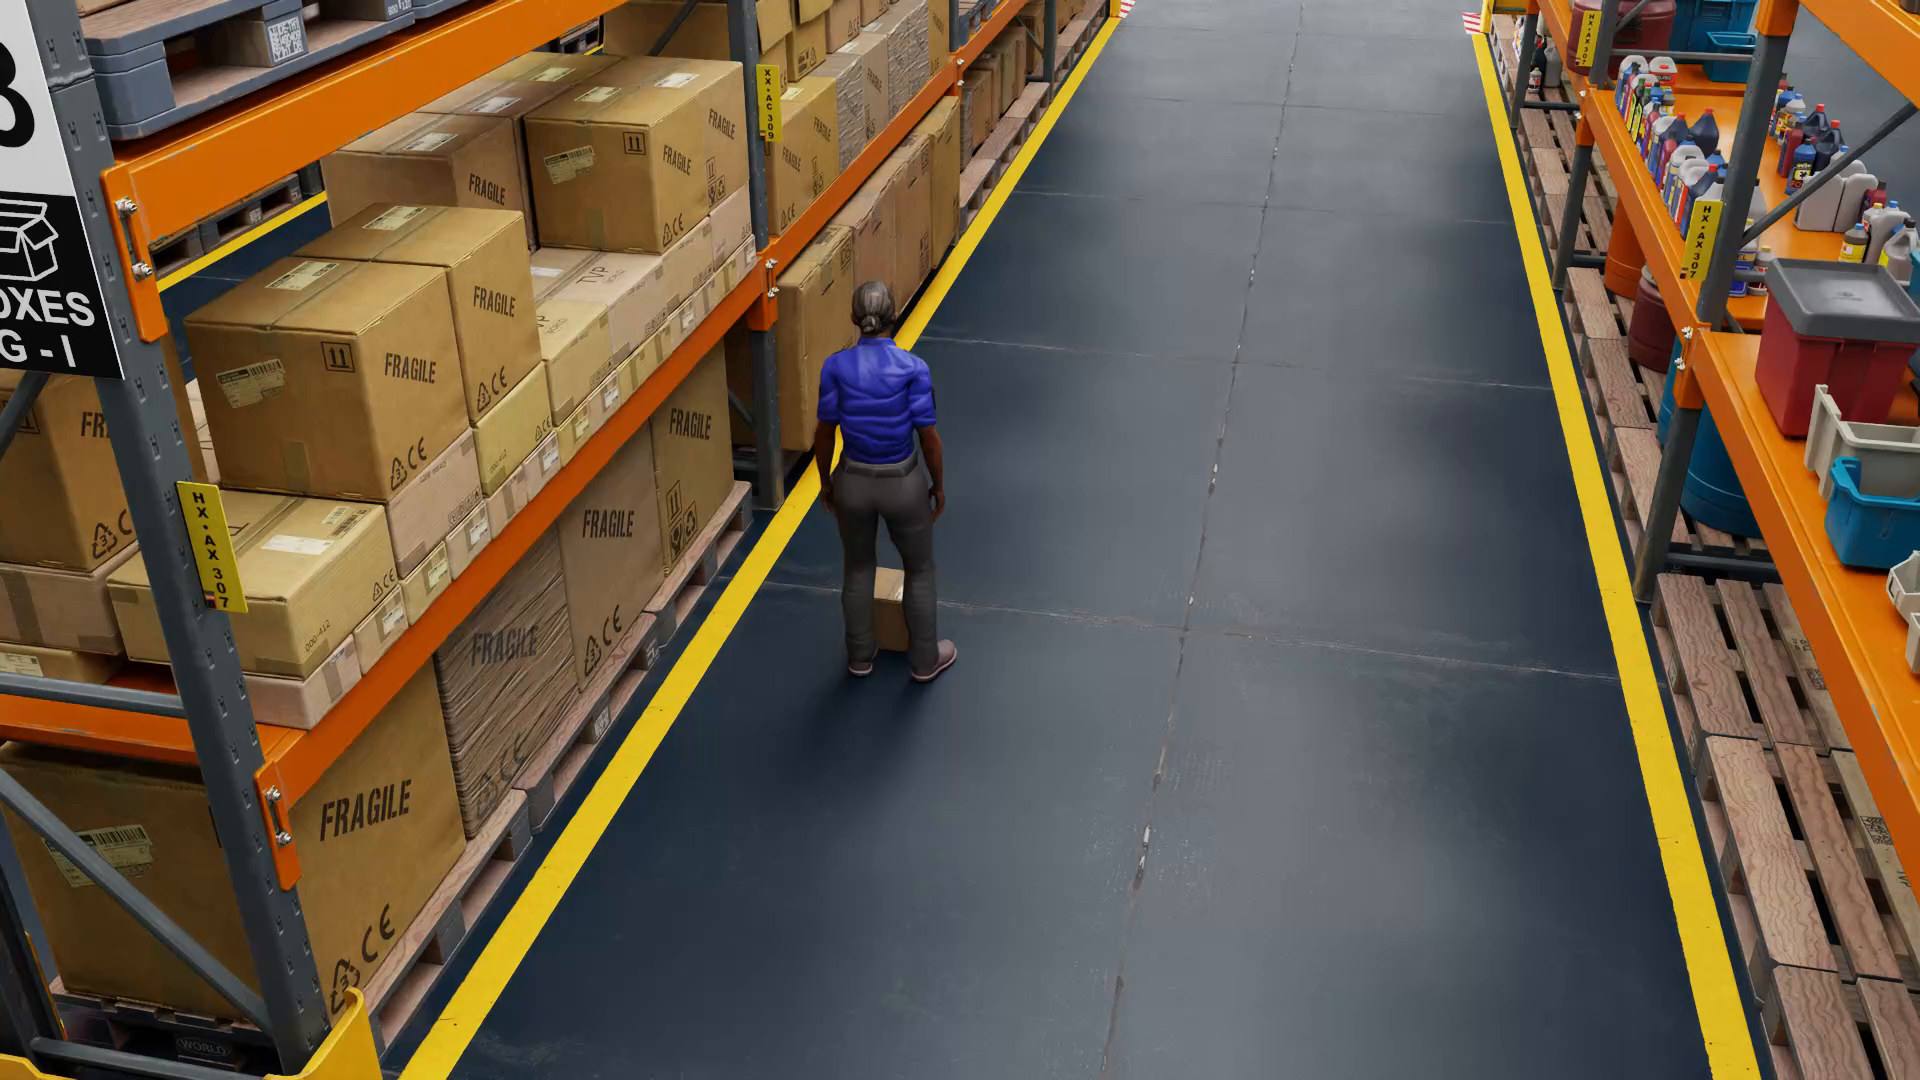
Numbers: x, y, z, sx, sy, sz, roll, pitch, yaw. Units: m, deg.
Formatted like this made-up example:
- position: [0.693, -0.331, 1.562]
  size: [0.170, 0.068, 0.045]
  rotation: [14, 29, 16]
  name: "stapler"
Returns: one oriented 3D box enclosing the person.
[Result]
- position: [-0.293, -0.204, 6.498]
  size: [0.533, 1.654, 0.351]
  rotation: [4, 29, 8]
  name: "person"
